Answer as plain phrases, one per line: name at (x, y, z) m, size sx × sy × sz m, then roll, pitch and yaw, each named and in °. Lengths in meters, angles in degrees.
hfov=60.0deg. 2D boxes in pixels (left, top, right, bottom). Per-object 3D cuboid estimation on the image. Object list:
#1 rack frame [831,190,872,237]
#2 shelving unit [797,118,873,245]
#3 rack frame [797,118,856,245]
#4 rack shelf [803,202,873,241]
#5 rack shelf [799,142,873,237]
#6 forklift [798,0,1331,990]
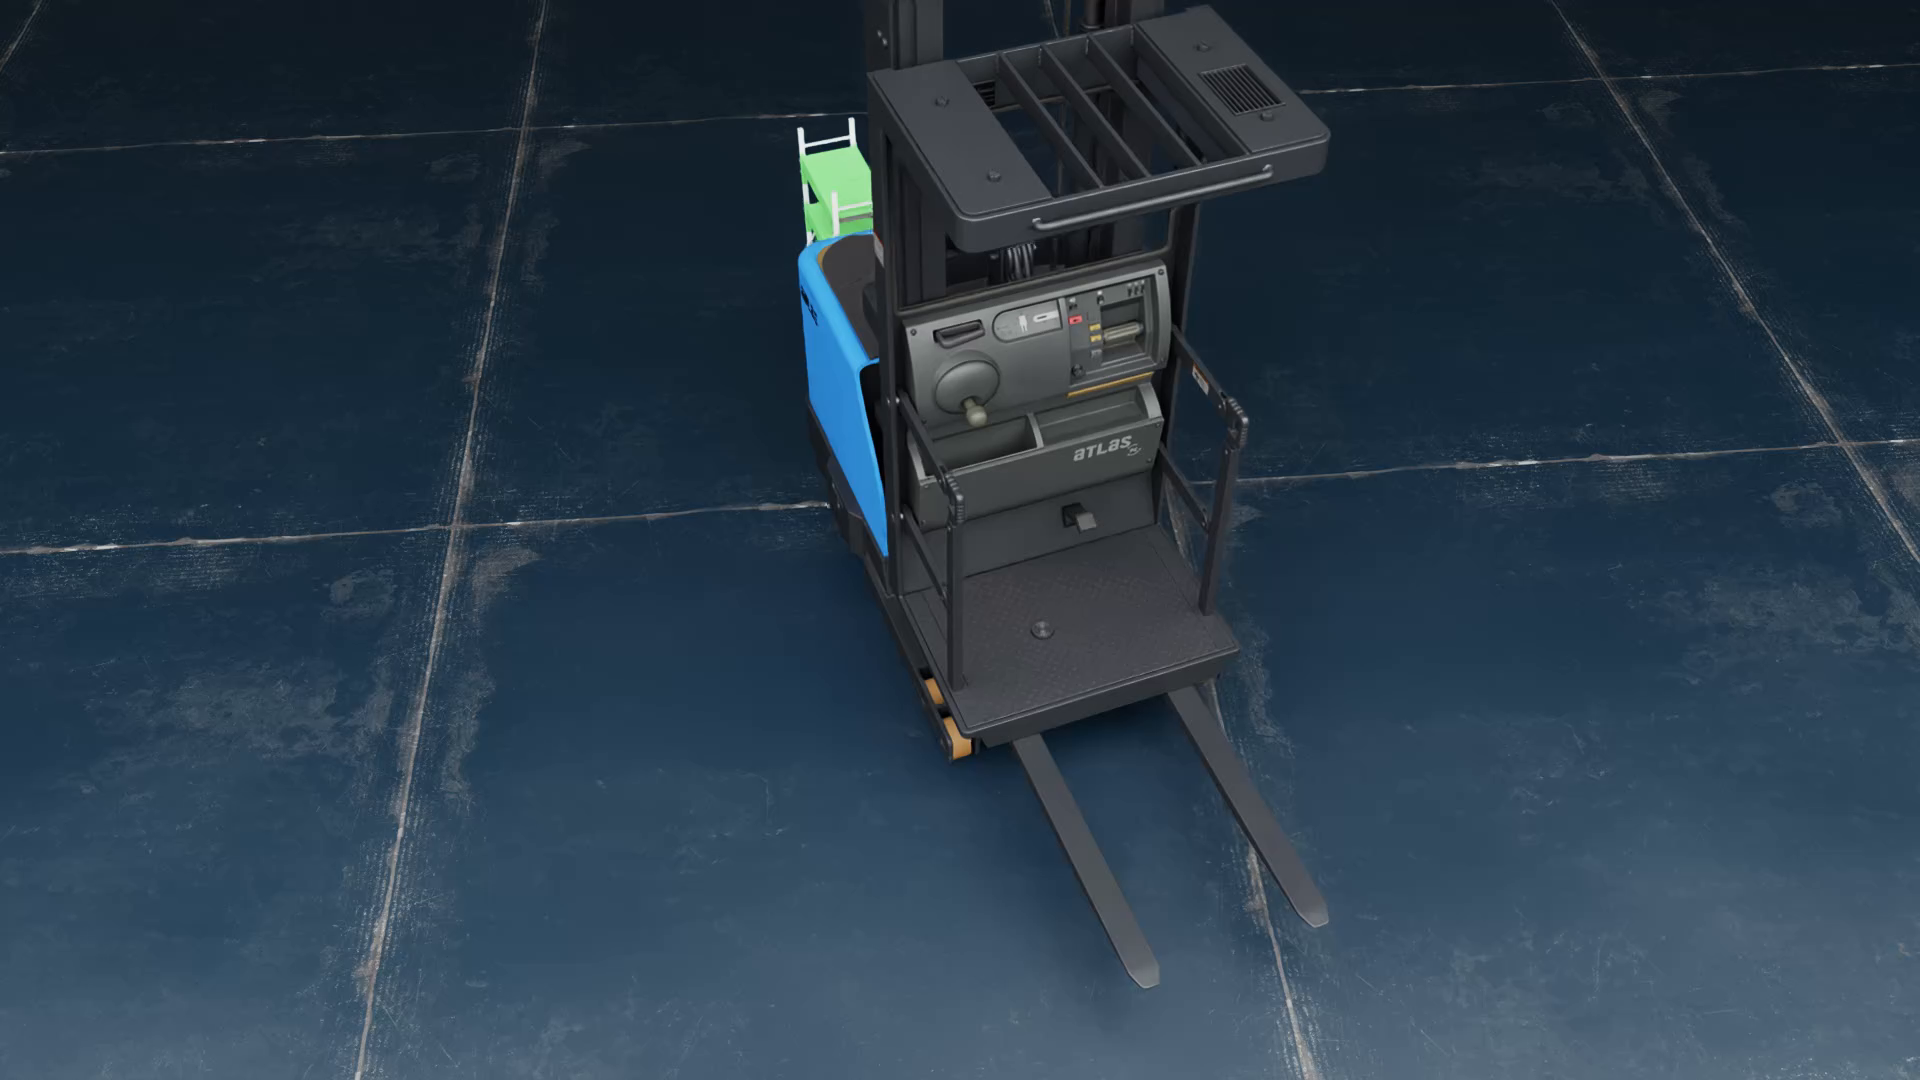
rack frame at (-0.387, -0.969, 6.965) m, size 0.240 × 1.200 × 0.015 m, roll -14°, pitch 47°, yaw -13°
shelving unit at (-0.468, -1.133, 7.126) m, size 0.258 × 1.200 × 0.503 m, roll -14°, pitch 47°, yaw -13°
rack frame at (-0.549, -1.297, 7.288) m, size 0.240 × 1.200 × 0.015 m, roll -14°, pitch 47°, yaw -13°
rack shelf at (-0.469, -1.257, 7.001) m, size 0.258 × 0.148 × 0.480 m, roll -14°, pitch 47°, yaw -13°
rack shelf at (-0.471, -1.425, 6.830) m, size 0.258 × 0.148 × 0.480 m, roll -14°, pitch 47°, yaw -13°
forklift at (0.348, -0.552, 5.390) m, size 1.130 × 2.935 × 3.031 m, roll -16°, pitch 49°, yaw -14°
